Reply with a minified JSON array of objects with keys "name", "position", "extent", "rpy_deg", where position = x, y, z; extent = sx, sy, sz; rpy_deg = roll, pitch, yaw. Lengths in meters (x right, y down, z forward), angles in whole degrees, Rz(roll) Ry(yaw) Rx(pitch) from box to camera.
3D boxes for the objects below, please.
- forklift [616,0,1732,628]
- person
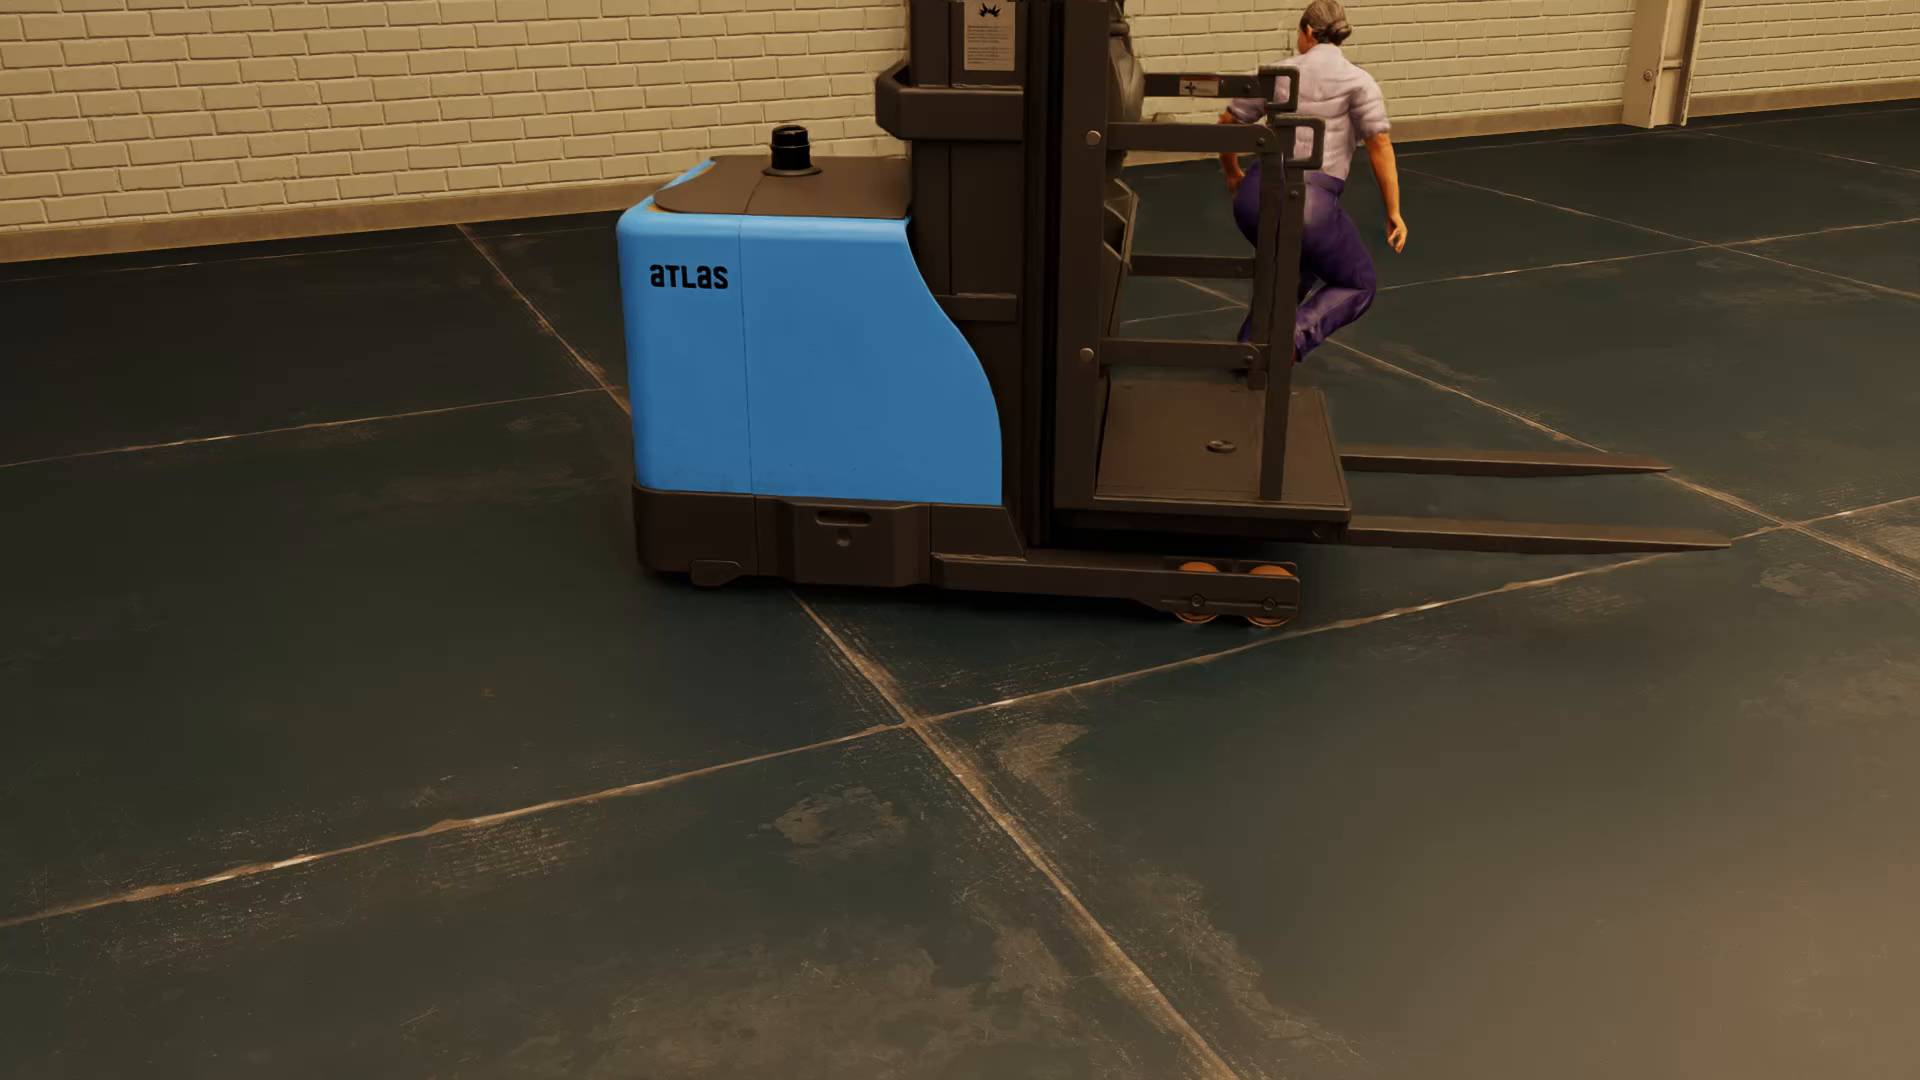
[{"name":"forklift","position":[0.625,-1.331,4.491],"extent":[3.031,2.935,1.130],"rpy_deg":[3,23,7]},{"name":"person","position":[1.318,-1.290,6.367],"extent":[0.559,1.468,0.841],"rpy_deg":[-20,30,-40]}]
